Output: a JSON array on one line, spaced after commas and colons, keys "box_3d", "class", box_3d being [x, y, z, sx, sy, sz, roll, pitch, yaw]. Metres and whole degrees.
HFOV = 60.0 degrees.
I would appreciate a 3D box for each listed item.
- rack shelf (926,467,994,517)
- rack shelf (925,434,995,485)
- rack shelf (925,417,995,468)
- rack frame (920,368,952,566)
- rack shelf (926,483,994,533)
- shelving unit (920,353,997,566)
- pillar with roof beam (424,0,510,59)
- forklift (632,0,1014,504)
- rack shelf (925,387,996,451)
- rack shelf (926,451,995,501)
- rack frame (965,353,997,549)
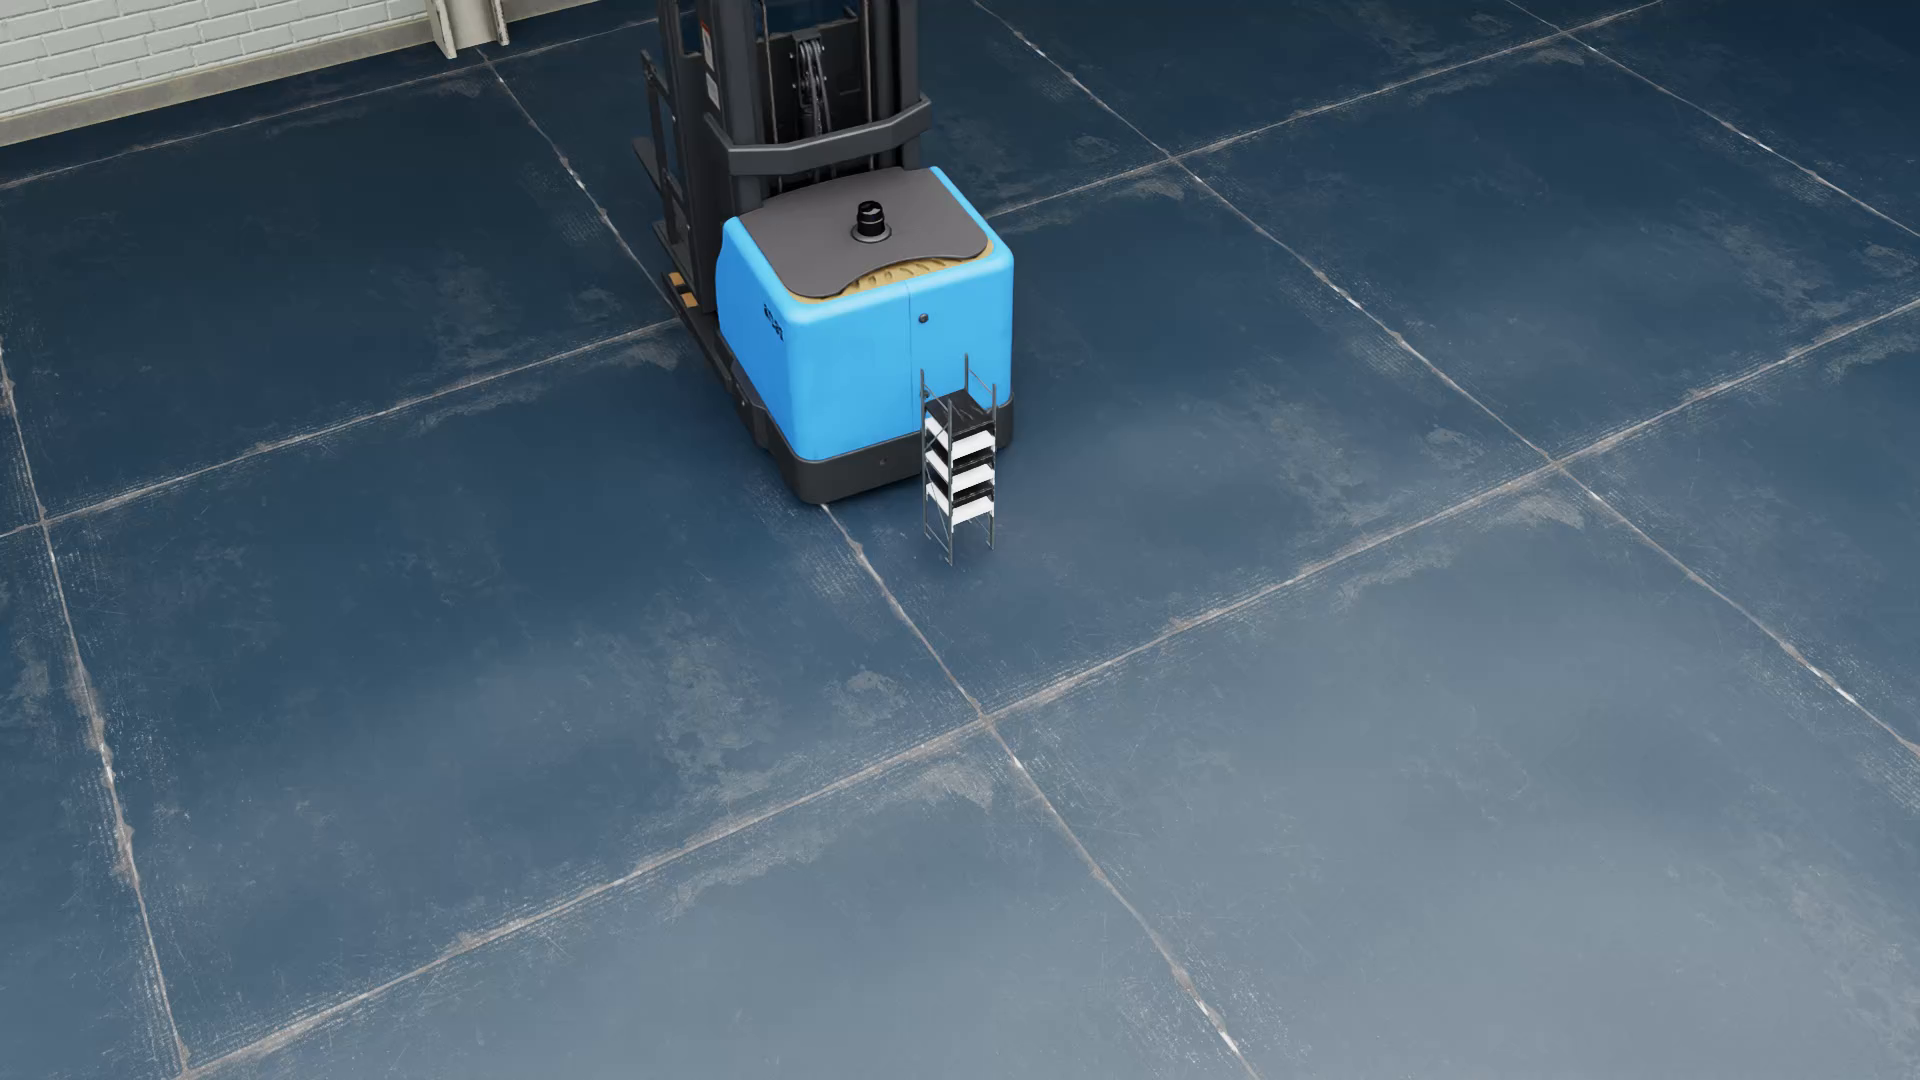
[{"box_3d": [-0.007, -0.232, 6.949, 0.200, 0.077, 0.258, -22, 48, -21], "class": "rack shelf"}, {"box_3d": [-0.007, -0.361, 6.824, 0.200, 0.077, 0.258, -22, 48, -21], "class": "rack shelf"}, {"box_3d": [-0.007, -0.425, 6.761, 0.200, 0.077, 0.258, -22, 48, -21], "class": "rack shelf"}, {"box_3d": [-0.095, -0.285, 6.827, 0.006, 0.900, 0.240, -22, 48, -21], "class": "rack frame"}, {"box_3d": [-0.007, -0.167, 7.012, 0.200, 0.077, 0.258, -22, 48, -21], "class": "rack shelf"}, {"box_3d": [-0.007, -0.320, 6.863, 0.210, 0.900, 0.258, -22, 48, -21], "class": "shelving unit"}, {"box_3d": [-0.908, -3.749, 4.581, 0.400, 9.000, 9.100, -22, 48, -21], "class": "pillar with roof beam"}, {"box_3d": [-0.848, -2.240, 7.383, 1.130, 2.935, 3.031, -18, 47, -18], "class": "forklift"}, {"box_3d": [-0.007, -0.490, 6.698, 0.200, 0.077, 0.258, -22, 48, -21], "class": "rack shelf"}, {"box_3d": [-0.007, -0.296, 6.886, 0.200, 0.077, 0.258, -22, 48, -21], "class": "rack shelf"}, {"box_3d": [0.081, -0.355, 6.899, 0.006, 0.900, 0.240, -22, 48, -21], "class": "rack frame"}]
